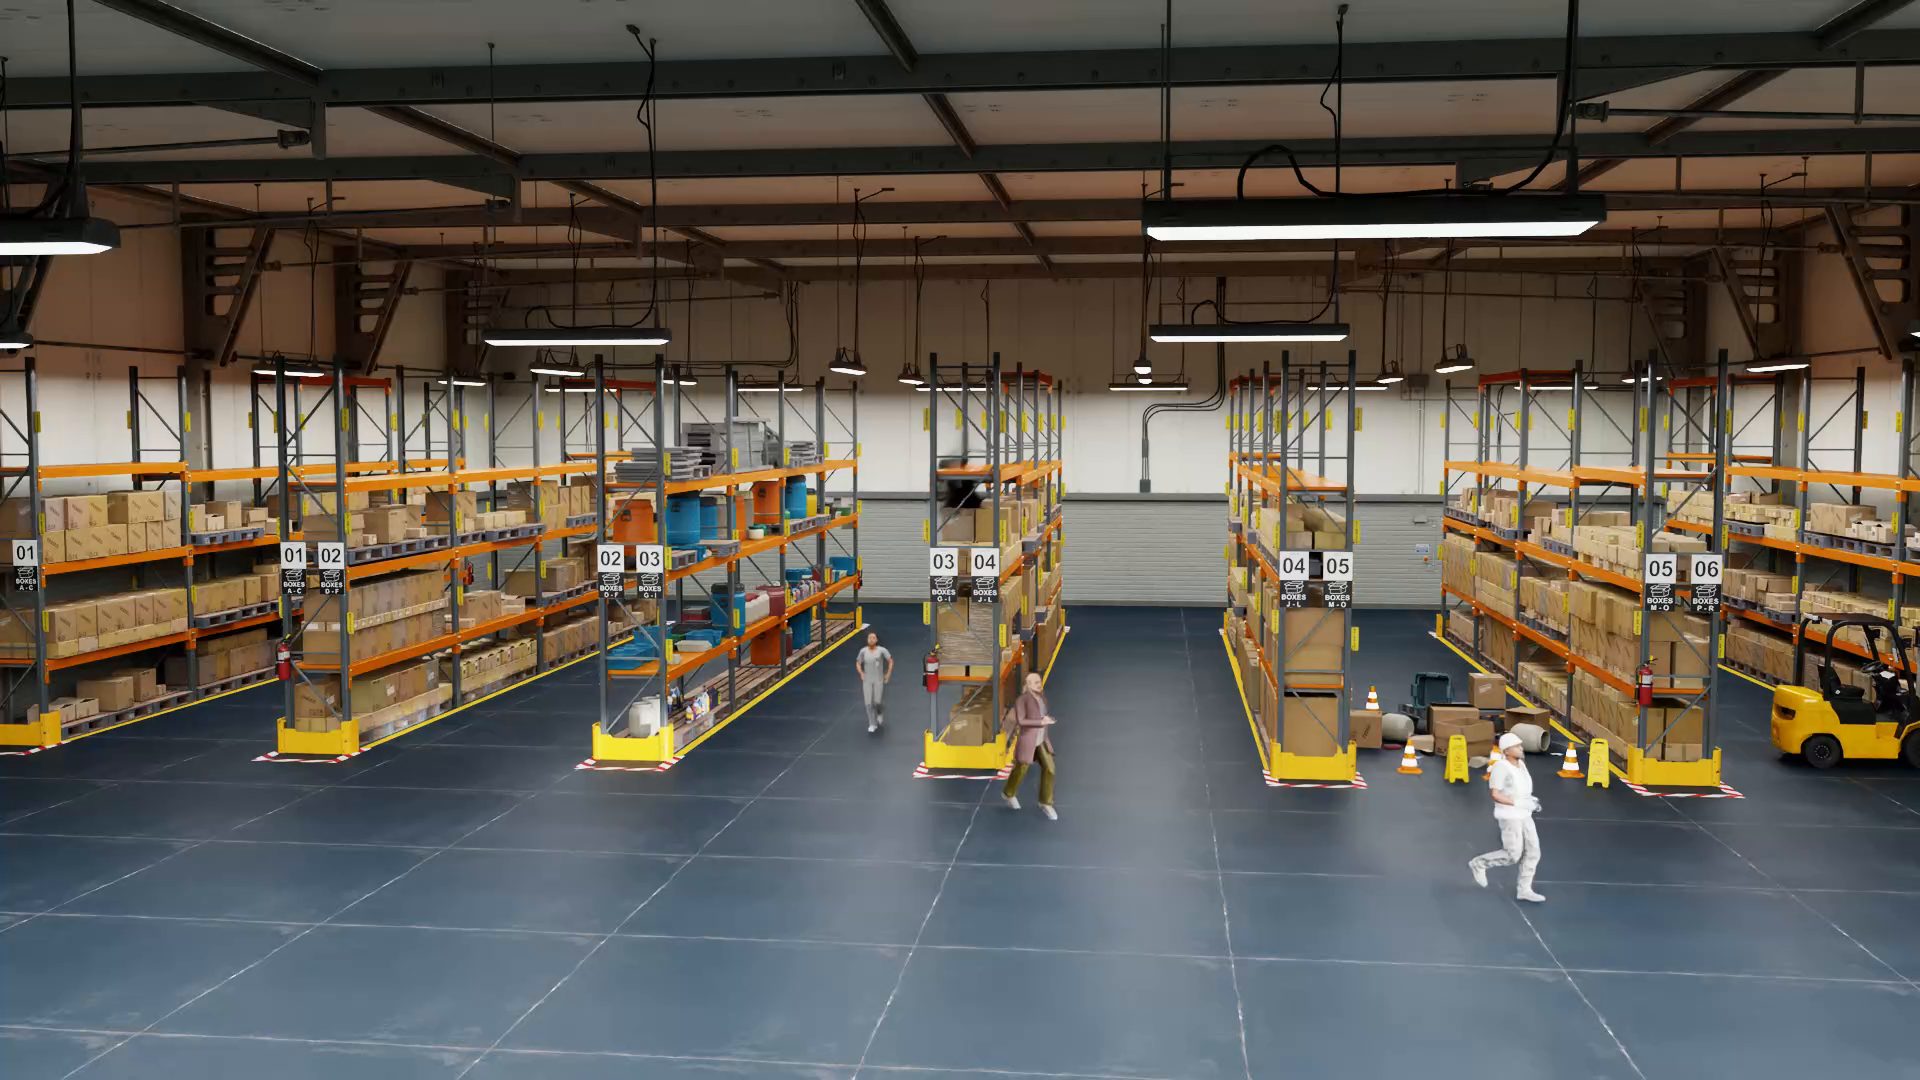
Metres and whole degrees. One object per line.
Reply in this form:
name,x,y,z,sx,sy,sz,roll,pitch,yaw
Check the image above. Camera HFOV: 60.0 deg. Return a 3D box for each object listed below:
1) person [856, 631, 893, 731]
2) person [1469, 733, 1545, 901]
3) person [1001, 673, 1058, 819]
person,-1.394,2.284,27.001,0.596,1.630,0.588,0,4,4
person,5.784,2.896,17.477,0.789,1.746,0.692,4,5,42
person,0.895,2.607,21.210,0.673,1.842,0.949,-4,5,-41
